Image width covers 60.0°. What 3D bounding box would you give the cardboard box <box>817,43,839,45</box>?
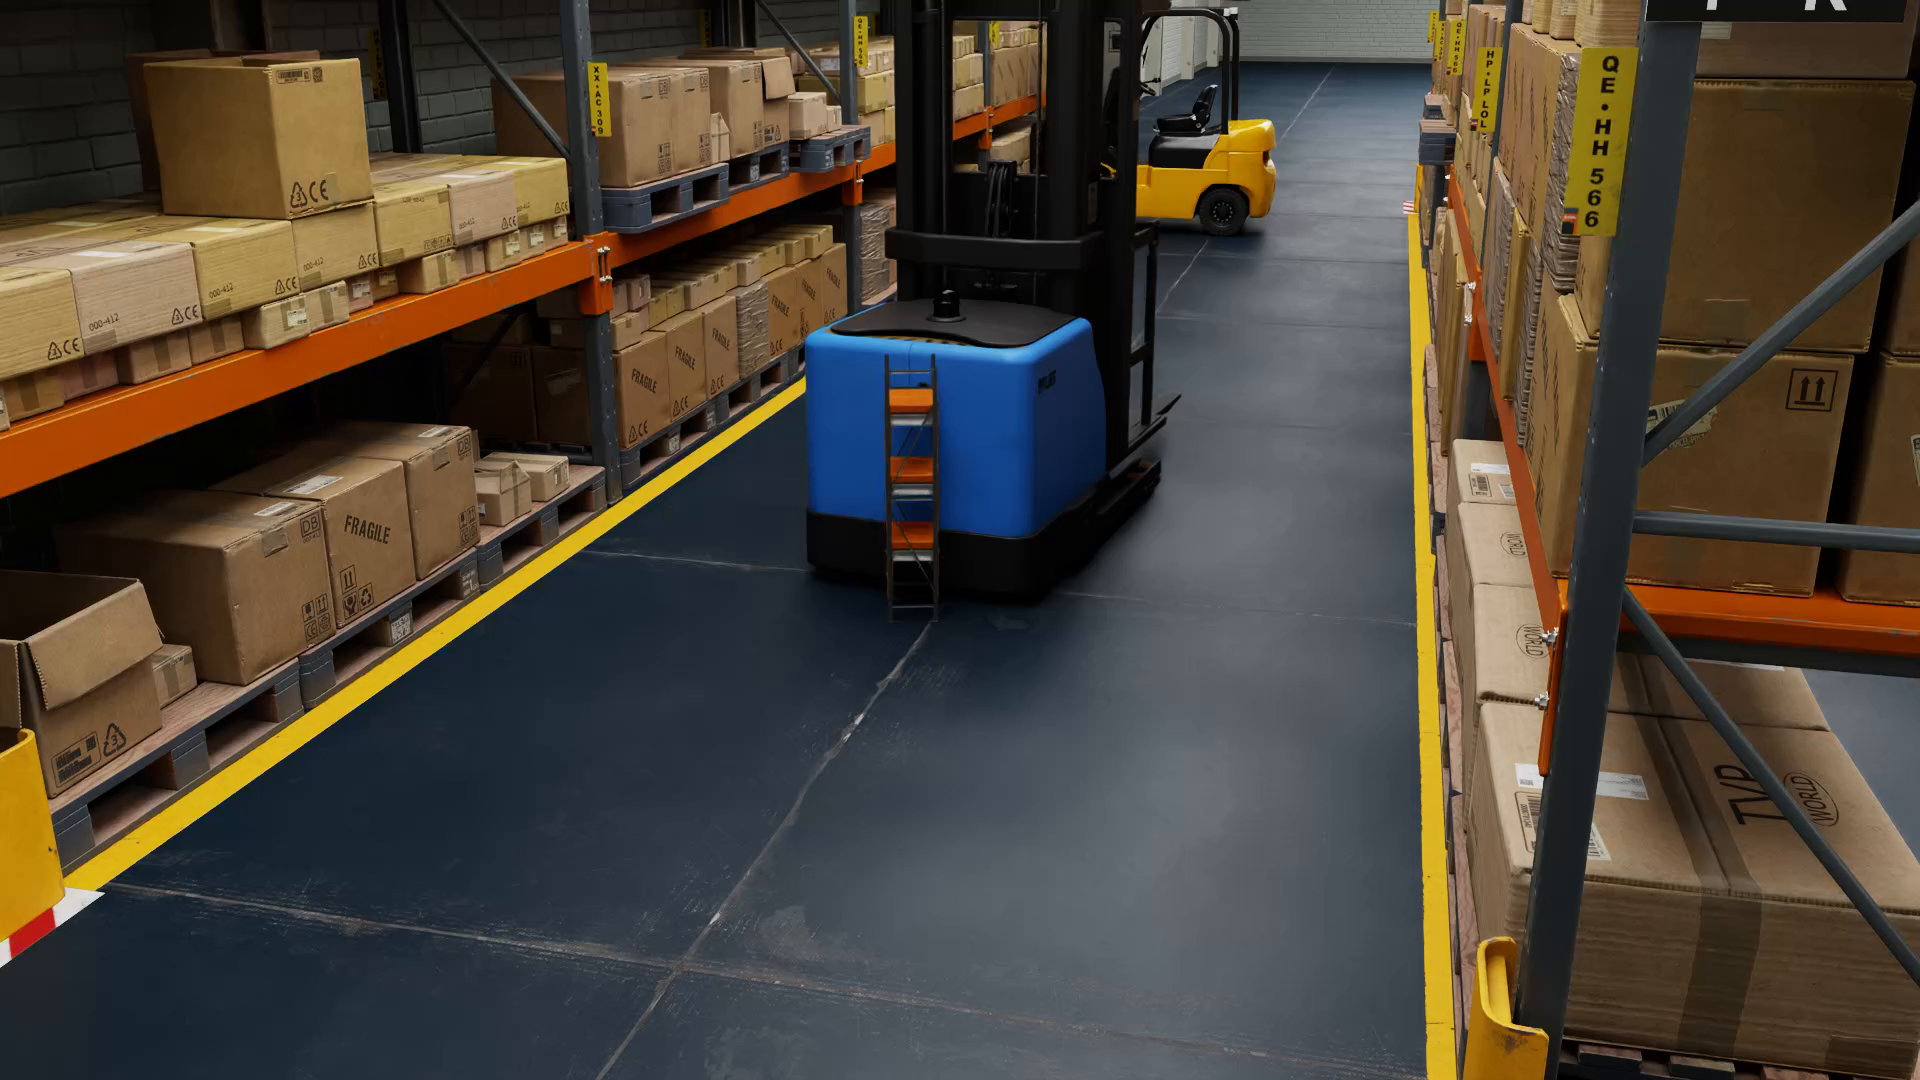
[{"bbox_3d":[-0.961,-3.849,13.158,0.380,0.149,0.250,5,20,15],"label":"cardboard box"}]

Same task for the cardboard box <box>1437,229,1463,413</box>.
[{"bbox_3d":[3.143,-1.207,9.219,0.875,0.875,0.875,5,19,14],"label":"cardboard box"}]

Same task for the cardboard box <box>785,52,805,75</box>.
[{"bbox_3d":[-1.317,-3.366,11.744,0.380,0.149,0.250,5,20,15],"label":"cardboard box"}]

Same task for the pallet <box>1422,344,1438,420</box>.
[{"bbox_3d":[3.348,-0.943,10.120,1.003,0.211,1.213,5,19,13],"label":"pallet"}]

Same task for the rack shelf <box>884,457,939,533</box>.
[{"bbox_3d":[-0.193,-0.190,6.642,0.215,0.259,0.240,-1,20,-2],"label":"rack shelf"}]

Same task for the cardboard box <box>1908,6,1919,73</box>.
[{"bbox_3d":[2.009,-1.000,3.271,0.380,0.149,0.250,5,20,15],"label":"cardboard box"}]

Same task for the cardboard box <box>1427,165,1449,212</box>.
[{"bbox_3d":[4.476,-3.216,14.907,0.500,0.500,0.500,4,19,13],"label":"cardboard box"}]

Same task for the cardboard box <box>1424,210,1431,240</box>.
[{"bbox_3d":[4.475,-2.861,15.028,0.500,0.250,0.500,6,20,16],"label":"cardboard box"}]

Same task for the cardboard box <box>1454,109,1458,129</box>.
[{"bbox_3d":[3.461,-2.794,10.966,0.380,0.149,0.250,5,19,14],"label":"cardboard box"}]

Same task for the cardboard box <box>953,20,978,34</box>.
[{"bbox_3d":[0.143,-4.719,15.245,0.380,0.149,0.250,5,20,14],"label":"cardboard box"}]

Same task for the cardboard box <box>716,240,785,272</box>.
[{"bbox_3d":[-1.328,-1.796,10.519,0.380,0.149,0.250,5,20,15],"label":"cardboard box"}]

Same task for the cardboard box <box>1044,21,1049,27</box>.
[{"bbox_3d":[0.714,-5.441,17.359,0.380,0.149,0.250,5,20,15],"label":"cardboard box"}]

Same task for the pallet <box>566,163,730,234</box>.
[{"bbox_3d":[-1.876,-1.791,8.588,1.003,0.211,1.213,5,19,13],"label":"pallet"}]

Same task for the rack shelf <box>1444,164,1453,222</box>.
[{"bbox_3d":[4.103,-2.790,12.327,1.077,0.370,4.000,5,19,13],"label":"rack shelf"}]

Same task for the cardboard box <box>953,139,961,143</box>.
[{"bbox_3d":[-0.290,-3.688,15.902,0.500,0.250,0.500,5,20,14],"label":"cardboard box"}]

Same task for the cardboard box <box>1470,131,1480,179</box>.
[{"bbox_3d":[2.744,-1.893,8.046,0.500,0.250,0.500,5,20,15],"label":"cardboard box"}]

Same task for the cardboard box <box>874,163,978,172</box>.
[{"bbox_3d":[-0.340,-3.058,15.025,0.875,0.625,0.625,6,20,16],"label":"cardboard box"}]

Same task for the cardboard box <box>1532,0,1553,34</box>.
[{"bbox_3d":[2.026,-1.679,5.259,0.380,0.149,0.250,4,19,12],"label":"cardboard box"}]

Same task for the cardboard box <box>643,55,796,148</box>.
[{"bbox_3d":[-1.420,-2.615,9.895,0.797,0.503,0.637,4,19,12],"label":"cardboard box"}]

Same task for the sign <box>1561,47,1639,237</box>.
[{"bbox_3d":[1.136,-0.703,2.947,0.100,0.325,0.005,5,19,13],"label":"sign"}]

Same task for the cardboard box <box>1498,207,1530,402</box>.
[{"bbox_3d":[1.887,-0.696,4.930,0.500,0.500,0.500,5,20,15],"label":"cardboard box"}]

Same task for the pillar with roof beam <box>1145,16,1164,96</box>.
[{"bbox_3d":[8.283,-13.395,32.983,9.100,9.000,0.400,5,19,13],"label":"pillar with roof beam"}]

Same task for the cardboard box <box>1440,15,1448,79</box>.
[{"bbox_3d":[4.199,-4.020,13.550,0.500,0.500,0.500,5,20,15],"label":"cardboard box"}]

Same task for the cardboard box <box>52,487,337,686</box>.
[{"bbox_3d":[-2.667,0.148,5.830,0.700,0.500,0.500,5,20,16],"label":"cardboard box"}]

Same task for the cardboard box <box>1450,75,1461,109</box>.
[{"bbox_3d":[3.455,-3.054,10.725,0.500,0.500,0.500,4,19,12],"label":"cardboard box"}]

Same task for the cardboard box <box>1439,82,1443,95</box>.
[{"bbox_3d":[4.459,-4.104,14.447,0.500,0.500,0.500,4,19,12],"label":"cardboard box"}]

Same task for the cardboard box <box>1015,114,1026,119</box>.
[{"bbox_3d":[0.453,-4.637,18.679,0.500,0.250,0.500,4,19,13],"label":"cardboard box"}]

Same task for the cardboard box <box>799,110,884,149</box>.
[{"bbox_3d":[-0.855,-2.943,11.895,0.500,0.250,0.500,5,19,14],"label":"cardboard box"}]

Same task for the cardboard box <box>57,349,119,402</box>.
[{"bbox_3d":[-2.761,-0.518,4.951,0.380,0.149,0.250,4,19,13],"label":"cardboard box"}]

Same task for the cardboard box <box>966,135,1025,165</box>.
[{"bbox_3d":[0.334,-3.805,16.244,0.500,0.250,0.500,5,19,13],"label":"cardboard box"}]

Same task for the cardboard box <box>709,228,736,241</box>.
[{"bbox_3d":[-1.721,-1.997,11.107,0.380,0.149,0.250,5,20,15],"label":"cardboard box"}]

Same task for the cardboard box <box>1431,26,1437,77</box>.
[{"bbox_3d":[5.184,-5.072,17.282,0.500,0.500,0.500,4,19,13],"label":"cardboard box"}]

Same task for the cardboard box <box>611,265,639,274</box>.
[{"bbox_3d":[-2.092,-1.510,9.683,0.380,0.149,0.250,5,19,14],"label":"cardboard box"}]

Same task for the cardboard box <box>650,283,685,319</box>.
[{"bbox_3d":[-1.734,-1.316,9.113,0.380,0.149,0.250,4,19,12],"label":"cardboard box"}]

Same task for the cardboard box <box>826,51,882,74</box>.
[{"bbox_3d":[-0.773,-3.409,11.869,0.380,0.149,0.250,5,20,15],"label":"cardboard box"}]

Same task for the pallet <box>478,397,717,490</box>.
[{"bbox_3d":[-2.016,-0.579,9.055,1.003,0.211,1.213,5,19,13],"label":"pallet"}]

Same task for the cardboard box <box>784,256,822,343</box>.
[{"bbox_3d":[-1.228,-1.604,10.962,0.500,0.500,0.500,4,19,13],"label":"cardboard box"}]

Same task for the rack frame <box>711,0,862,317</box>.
[{"bbox_3d":[-1.200,-2.894,11.520,1.000,3.000,0.127,5,19,13],"label":"rack frame"}]

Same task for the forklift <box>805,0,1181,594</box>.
[{"bbox_3d":[0.368,-1.604,7.848,1.130,2.935,3.031,8,20,21],"label":"forklift"}]

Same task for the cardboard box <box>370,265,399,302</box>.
[{"bbox_3d":[-2.390,-1.000,6.365,0.380,0.149,0.250,5,19,14],"label":"cardboard box"}]

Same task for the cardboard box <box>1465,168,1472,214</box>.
[{"bbox_3d":[2.891,-1.817,8.600,0.500,0.250,0.500,5,19,13],"label":"cardboard box"}]

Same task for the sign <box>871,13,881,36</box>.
[{"bbox_3d":[-0.762,-4.638,15.165,0.100,0.325,0.005,5,19,13],"label":"sign"}]

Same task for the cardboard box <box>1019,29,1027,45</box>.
[{"bbox_3d":[0.451,-4.980,16.469,0.380,0.149,0.250,4,19,12],"label":"cardboard box"}]

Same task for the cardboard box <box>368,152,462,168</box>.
[{"bbox_3d":[-2.560,-1.576,7.434,0.500,0.250,0.500,4,19,13],"label":"cardboard box"}]

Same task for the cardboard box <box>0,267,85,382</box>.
[{"bbox_3d":[-2.783,-0.577,4.509,0.500,0.250,0.500,5,19,14],"label":"cardboard box"}]

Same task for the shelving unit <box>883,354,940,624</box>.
[{"bbox_3d":[-0.193,-0.200,6.639,0.215,1.050,0.252,-1,20,-2],"label":"shelving unit"}]

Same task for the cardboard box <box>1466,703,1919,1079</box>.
[{"bbox_3d":[1.724,0.803,4.010,0.875,0.438,0.875,4,19,12],"label":"cardboard box"}]

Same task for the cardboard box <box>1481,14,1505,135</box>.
[{"bbox_3d":[2.622,-2.093,7.472,0.500,0.500,0.500,5,19,14],"label":"cardboard box"}]

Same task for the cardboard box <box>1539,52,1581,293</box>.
[{"bbox_3d":[1.645,-0.852,3.841,0.500,0.500,0.500,5,19,14],"label":"cardboard box"}]

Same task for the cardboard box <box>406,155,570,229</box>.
[{"bbox_3d":[-2.065,-1.531,7.302,0.500,0.250,0.500,5,20,15],"label":"cardboard box"}]

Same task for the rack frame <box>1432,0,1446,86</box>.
[{"bbox_3d":[5.568,-5.011,17.717,1.000,3.000,0.127,5,19,13],"label":"rack frame"}]

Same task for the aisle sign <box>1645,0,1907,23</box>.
[{"bbox_3d":[1.341,-1.228,2.620,0.394,0.787,0.004,5,19,13],"label":"aisle sign"}]

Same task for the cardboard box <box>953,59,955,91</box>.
[{"bbox_3d":[-0.344,-3.818,13.683,0.500,0.250,0.500,5,19,14],"label":"cardboard box"}]

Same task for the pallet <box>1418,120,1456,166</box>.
[{"bbox_3d":[3.685,-2.644,11.085,1.213,0.211,1.003,5,19,13],"label":"pallet"}]
